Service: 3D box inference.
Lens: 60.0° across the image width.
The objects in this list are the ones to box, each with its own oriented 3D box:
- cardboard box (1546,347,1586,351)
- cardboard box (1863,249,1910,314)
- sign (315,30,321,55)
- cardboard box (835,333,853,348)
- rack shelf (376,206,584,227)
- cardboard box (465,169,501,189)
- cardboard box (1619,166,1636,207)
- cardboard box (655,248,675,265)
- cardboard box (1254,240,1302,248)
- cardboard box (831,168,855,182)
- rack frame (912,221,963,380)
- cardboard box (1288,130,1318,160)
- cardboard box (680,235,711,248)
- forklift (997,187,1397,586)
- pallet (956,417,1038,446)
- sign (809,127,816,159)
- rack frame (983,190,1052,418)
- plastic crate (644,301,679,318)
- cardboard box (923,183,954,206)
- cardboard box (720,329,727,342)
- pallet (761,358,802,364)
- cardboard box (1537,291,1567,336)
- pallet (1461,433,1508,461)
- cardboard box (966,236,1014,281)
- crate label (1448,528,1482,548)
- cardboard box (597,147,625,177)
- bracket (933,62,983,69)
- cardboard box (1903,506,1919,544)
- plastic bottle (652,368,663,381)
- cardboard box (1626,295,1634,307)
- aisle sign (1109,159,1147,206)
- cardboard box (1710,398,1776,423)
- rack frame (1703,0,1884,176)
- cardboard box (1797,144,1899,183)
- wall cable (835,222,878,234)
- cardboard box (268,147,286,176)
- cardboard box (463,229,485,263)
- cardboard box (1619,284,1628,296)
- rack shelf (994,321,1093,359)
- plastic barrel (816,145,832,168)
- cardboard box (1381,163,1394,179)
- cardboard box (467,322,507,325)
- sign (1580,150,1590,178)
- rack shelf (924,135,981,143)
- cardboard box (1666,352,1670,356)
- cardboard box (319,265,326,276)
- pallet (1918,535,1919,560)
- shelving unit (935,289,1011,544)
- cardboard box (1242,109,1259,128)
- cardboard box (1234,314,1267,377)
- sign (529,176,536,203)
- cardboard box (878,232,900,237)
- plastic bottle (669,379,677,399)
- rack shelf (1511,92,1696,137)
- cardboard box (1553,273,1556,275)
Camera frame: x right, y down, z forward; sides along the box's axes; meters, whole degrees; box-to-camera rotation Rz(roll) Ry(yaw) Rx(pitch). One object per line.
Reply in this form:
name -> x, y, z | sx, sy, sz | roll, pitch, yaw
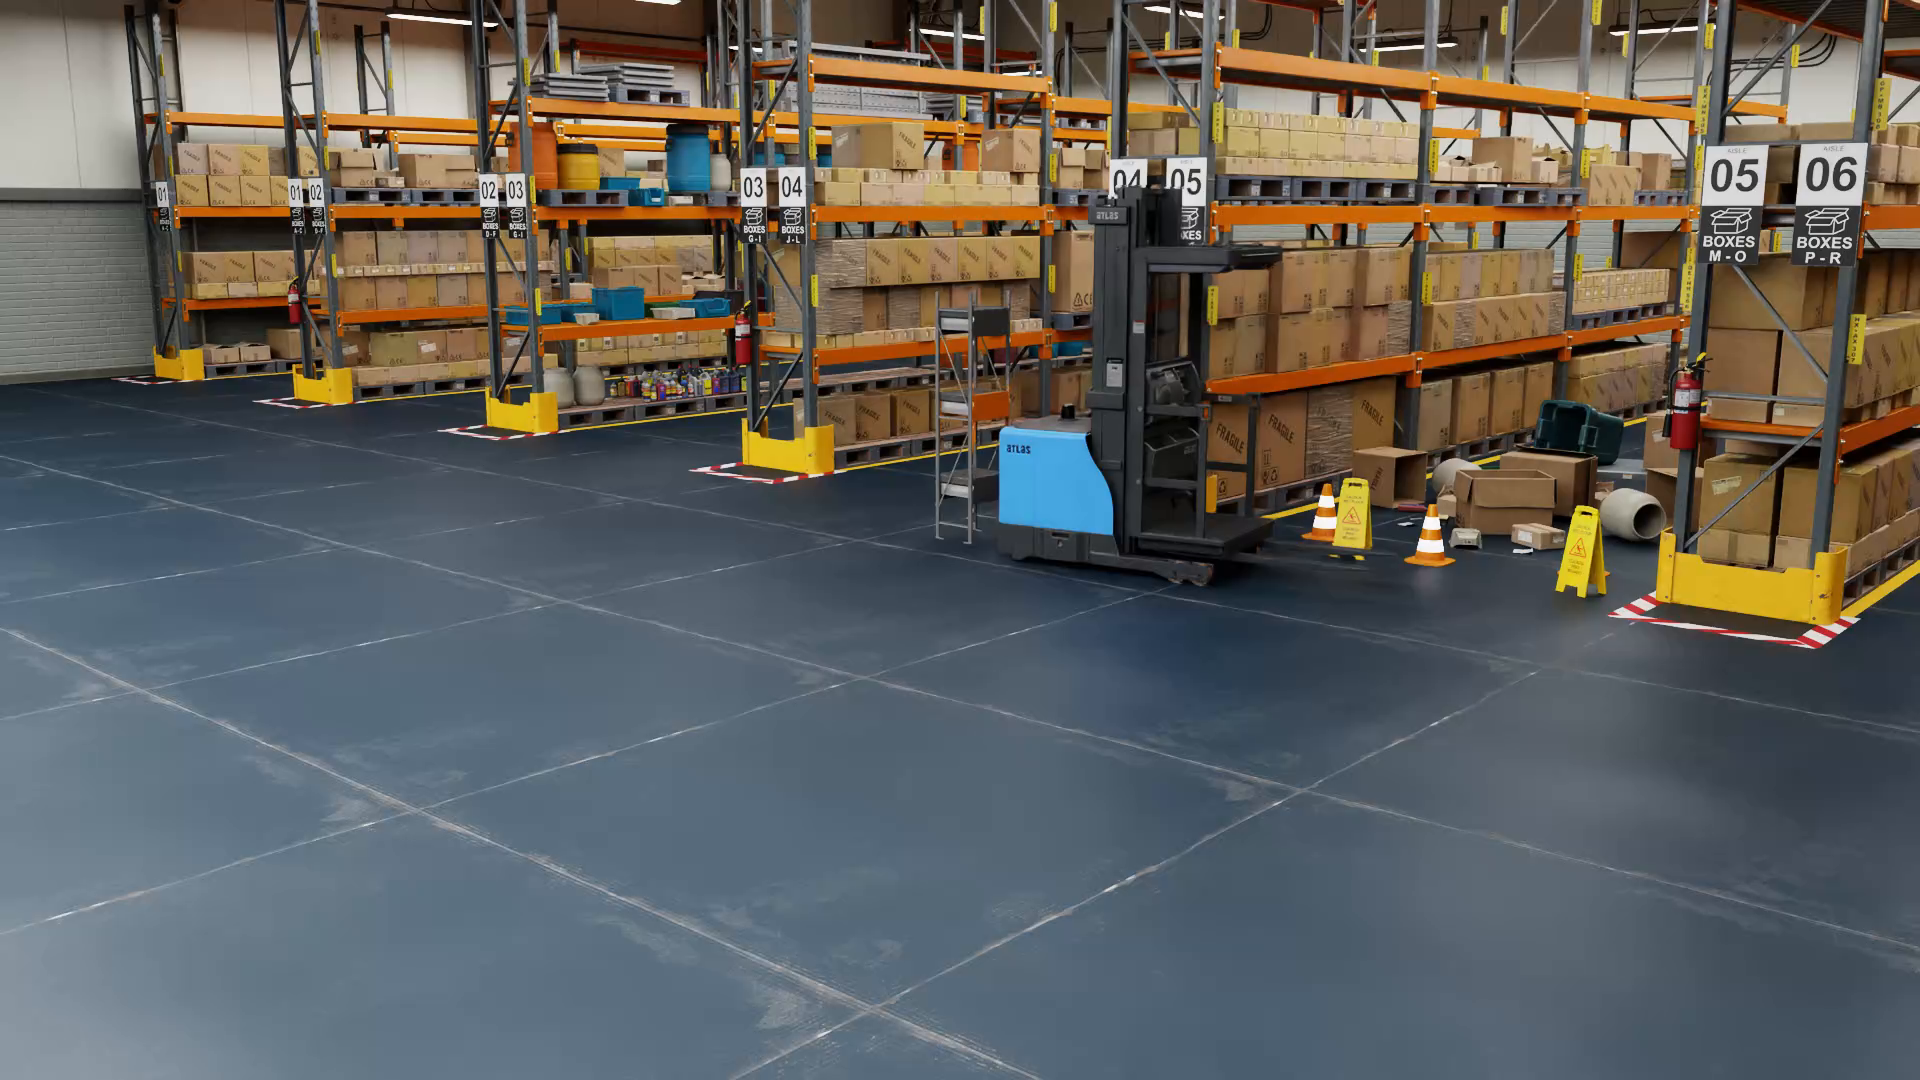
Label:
cardboard box -> 7.936, -2.407, 21.997 | 0.500, 0.250, 0.500 | 10, 15, 42
cardboard box -> 7.346, -2.138, 13.691 | 0.700, 0.500, 0.500 | 10, 15, 41
sign -> -8.957, -6.941, 23.199 | 0.100, 0.325, 0.005 | 10, 15, 40
cardboard box -> -1.385, -2.177, 18.094 | 0.380, 0.149, 0.250 | 10, 15, 40
rack shelf -> -9.133, -6.177, 31.658 | 1.077, 0.370, 4.000 | 10, 15, 40
cardboard box -> -7.617, -5.707, 26.266 | 0.500, 0.311, 0.500 | 9, 14, 37
cardboard box -> 8.236, -4.494, 21.140 | 0.500, 0.500, 0.500 | 10, 15, 40
cardboard box -> -6.281, -5.823, 34.639 | 0.500, 0.500, 0.500 | 10, 15, 42
cardboard box -> 4.714, -4.273, 25.132 | 0.797, 0.503, 0.637 | 10, 15, 42
cardboard box -> -1.332, -3.884, 17.706 | 0.380, 0.149, 0.250 | 10, 15, 42
rack frame -> -0.371, -4.072, 26.942 | 1.000, 3.000, 0.127 | 10, 15, 40
cardboard box -> 2.906, -3.584, 15.134 | 0.500, 0.250, 0.500 | 10, 15, 40
cardboard box -> -5.633, -6.338, 35.307 | 0.500, 0.250, 0.500 | 10, 15, 42
forklift -> 1.828, -1.211, 12.789 | 3.031, 2.935, 1.130 | 7, 13, 30
pallet -> 0.292, -1.373, 20.544 | 1.003, 0.211, 1.213 | 10, 15, 40
sign -> -1.524, -4.084, 17.112 | 0.100, 0.325, 0.005 | 10, 15, 40
rack frame -> 0.709, -2.843, 20.789 | 1.000, 3.000, 0.127 | 10, 15, 40
plastic crate -> -4.119, -3.217, 23.199 | 0.450, 0.188, 0.662 | 10, 15, 40
cardboard box -> -0.414, -3.916, 18.884 | 0.500, 0.250, 0.500 | 10, 15, 42
cardboard box -> -4.250, -3.737, 29.779 | 0.500, 0.311, 0.500 | 10, 15, 42
pallet -> -3.568, -3.451, 30.949 | 1.003, 0.211, 1.213 | 10, 15, 40
cardboard box -> 6.913, -2.724, 19.935 | 0.500, 0.500, 0.500 | 10, 15, 40
pallet -> 5.626, -1.123, 19.297 | 1.003, 0.211, 1.213 | 10, 15, 40
cardboard box -> 0.290, -3.353, 19.773 | 0.500, 0.500, 0.500 | 10, 15, 40
crate label -> 4.242, -0.017, 13.947 | 0.250, 0.136, 0.298 | 2, 12, 11
cardboard box -> -5.934, -6.268, 27.674 | 0.500, 0.500, 0.500 | -10, 15, -42
bracket -> 0.316, -12.023, 42.243 | 0.076, 0.066, 3.189 | 10, 15, 40
cardboard box -> 7.282, -0.144, 13.222 | 0.500, 0.250, 0.500 | 10, 15, 41
plastic bottle -> -4.261, -2.245, 23.433 | 0.144, 0.351, 0.185 | 10, 15, 40
cardboard box -> 8.678, -3.171, 21.998 | 0.380, 0.149, 0.250 | 11, 15, 43
aisle sign -> 1.456, -2.902, 14.445 | 0.394, 0.787, 0.004 | 10, 15, 40
cardboard box -> 5.599, -0.933, 11.866 | 0.380, 0.149, 0.250 | 10, 15, 42
rack frame -> 5.513, -3.916, 10.840 | 1.000, 3.000, 0.127 | 10, 15, 40
cardboard box -> 6.045, -2.556, 11.317 | 0.500, 0.250, 0.500 | 9, 15, 39
wall cable -> -2.397, -7.339, 40.704 | 0.084, 1.984, 1.851 | 10, 15, 40
cardboard box -> -11.974, -6.518, 28.668 | 0.500, 0.500, 0.500 | 10, 15, 40
cardboard box -> -7.682, -4.596, 25.995 | 0.700, 0.500, 0.500 | 10, 15, 40
cardboard box -> 8.503, -3.279, 21.782 | 0.380, 0.149, 0.250 | 11, 15, 42
rack shelf -> 2.029, -2.785, 22.333 | 1.077, 0.370, 4.000 | 10, 15, 40
plastic barrel -> -1.975, -5.496, 25.131 | 0.600, 0.901, 0.708 | 10, 15, 40
cardboard box -> 4.032, -3.620, 16.331 | 0.380, 0.149, 0.250 | 10, 15, 41
cardboard box -> -7.595, -3.248, 26.847 | 0.500, 0.500, 0.500 | 10, 15, 40
sign -> 7.420, -4.466, 19.733 | 0.100, 0.325, 0.005 | 10, 15, 40
rack shelf -> -0.129, -8.184, 34.054 | 1.077, 0.370, 4.000 | 10, 15, 40
cardboard box -> 10.494, -2.751, 25.015 | 0.380, 0.149, 0.250 | 9, 14, 38
cardboard box -> -9.261, -3.984, 24.589 | 0.380, 0.149, 0.250 | 9, 15, 39
pallet -> 7.736, -0.091, 14.129 | 1.003, 0.211, 1.213 | 10, 15, 40
shelving unit -> 0.109, -1.054, 14.127 | 0.431, 2.100, 0.503 | 10, 15, 40
cardboard box -> 2.353, -3.637, 14.383 | 0.380, 0.149, 0.250 | 10, 15, 41
cardboard box -> 2.285, -1.816, 15.264 | 0.875, 0.550, 0.550 | 10, 15, 40
sign -> -5.241, -4.299, 20.395 | 0.100, 0.325, 0.005 | 10, 15, 40
cardboard box -> -1.309, -5.949, 33.530 | 0.500, 0.500, 0.500 | 10, 15, 41
plastic bottle -> -3.929, -2.065, 22.733 | 0.097, 0.271, 0.097 | 0, 11, 0
rack shelf -> 8.329, -5.463, 21.446 | 1.077, 0.370, 4.000 | 10, 15, 40
cardboard box -> 7.502, -3.397, 21.609 | 0.380, 0.149, 0.250 | 10, 15, 42
